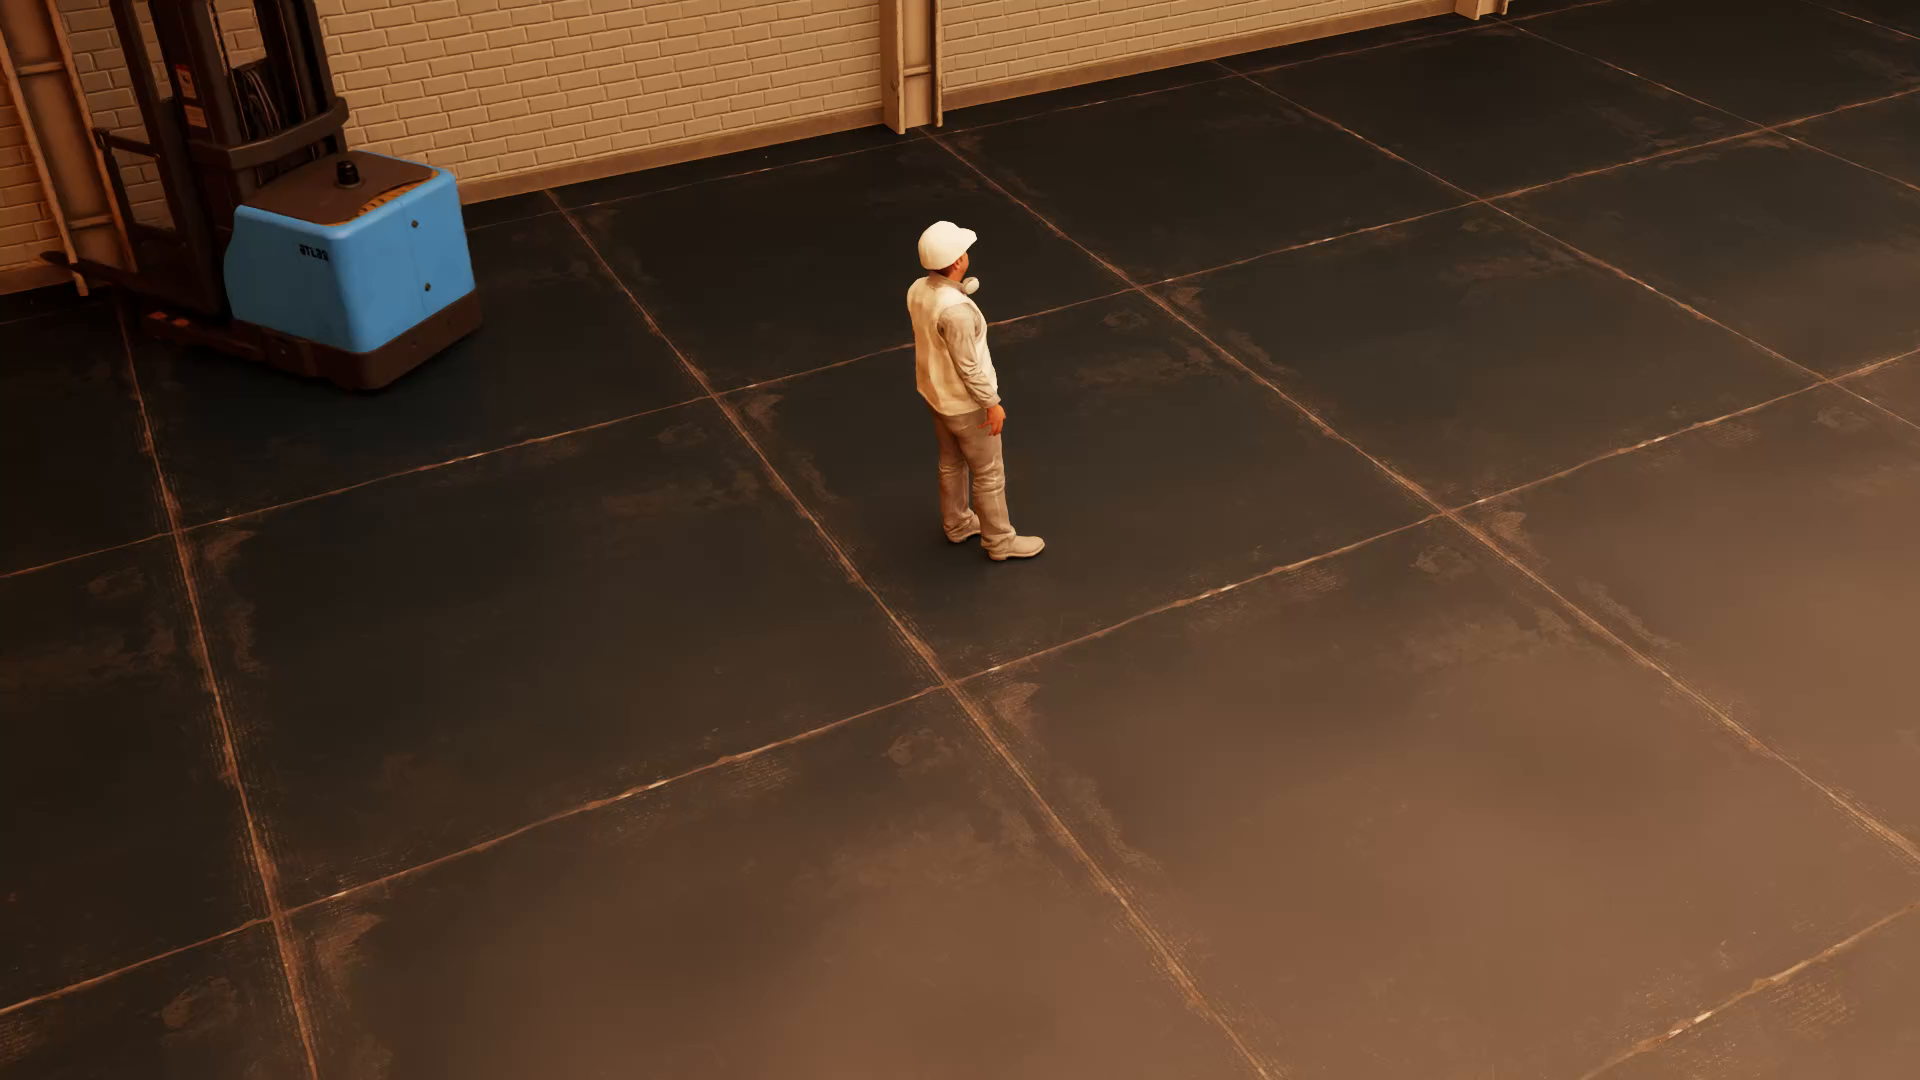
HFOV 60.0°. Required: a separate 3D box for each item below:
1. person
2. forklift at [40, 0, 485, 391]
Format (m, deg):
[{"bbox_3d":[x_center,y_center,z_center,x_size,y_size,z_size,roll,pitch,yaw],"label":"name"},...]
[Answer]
[{"bbox_3d":[0.060,-0.741,8.161,0.568,1.773,0.624,-17,39,-23],"label":"person"},{"bbox_3d":[-4.550,-2.664,9.892,3.031,2.935,1.130,16,38,22],"label":"forklift"}]
